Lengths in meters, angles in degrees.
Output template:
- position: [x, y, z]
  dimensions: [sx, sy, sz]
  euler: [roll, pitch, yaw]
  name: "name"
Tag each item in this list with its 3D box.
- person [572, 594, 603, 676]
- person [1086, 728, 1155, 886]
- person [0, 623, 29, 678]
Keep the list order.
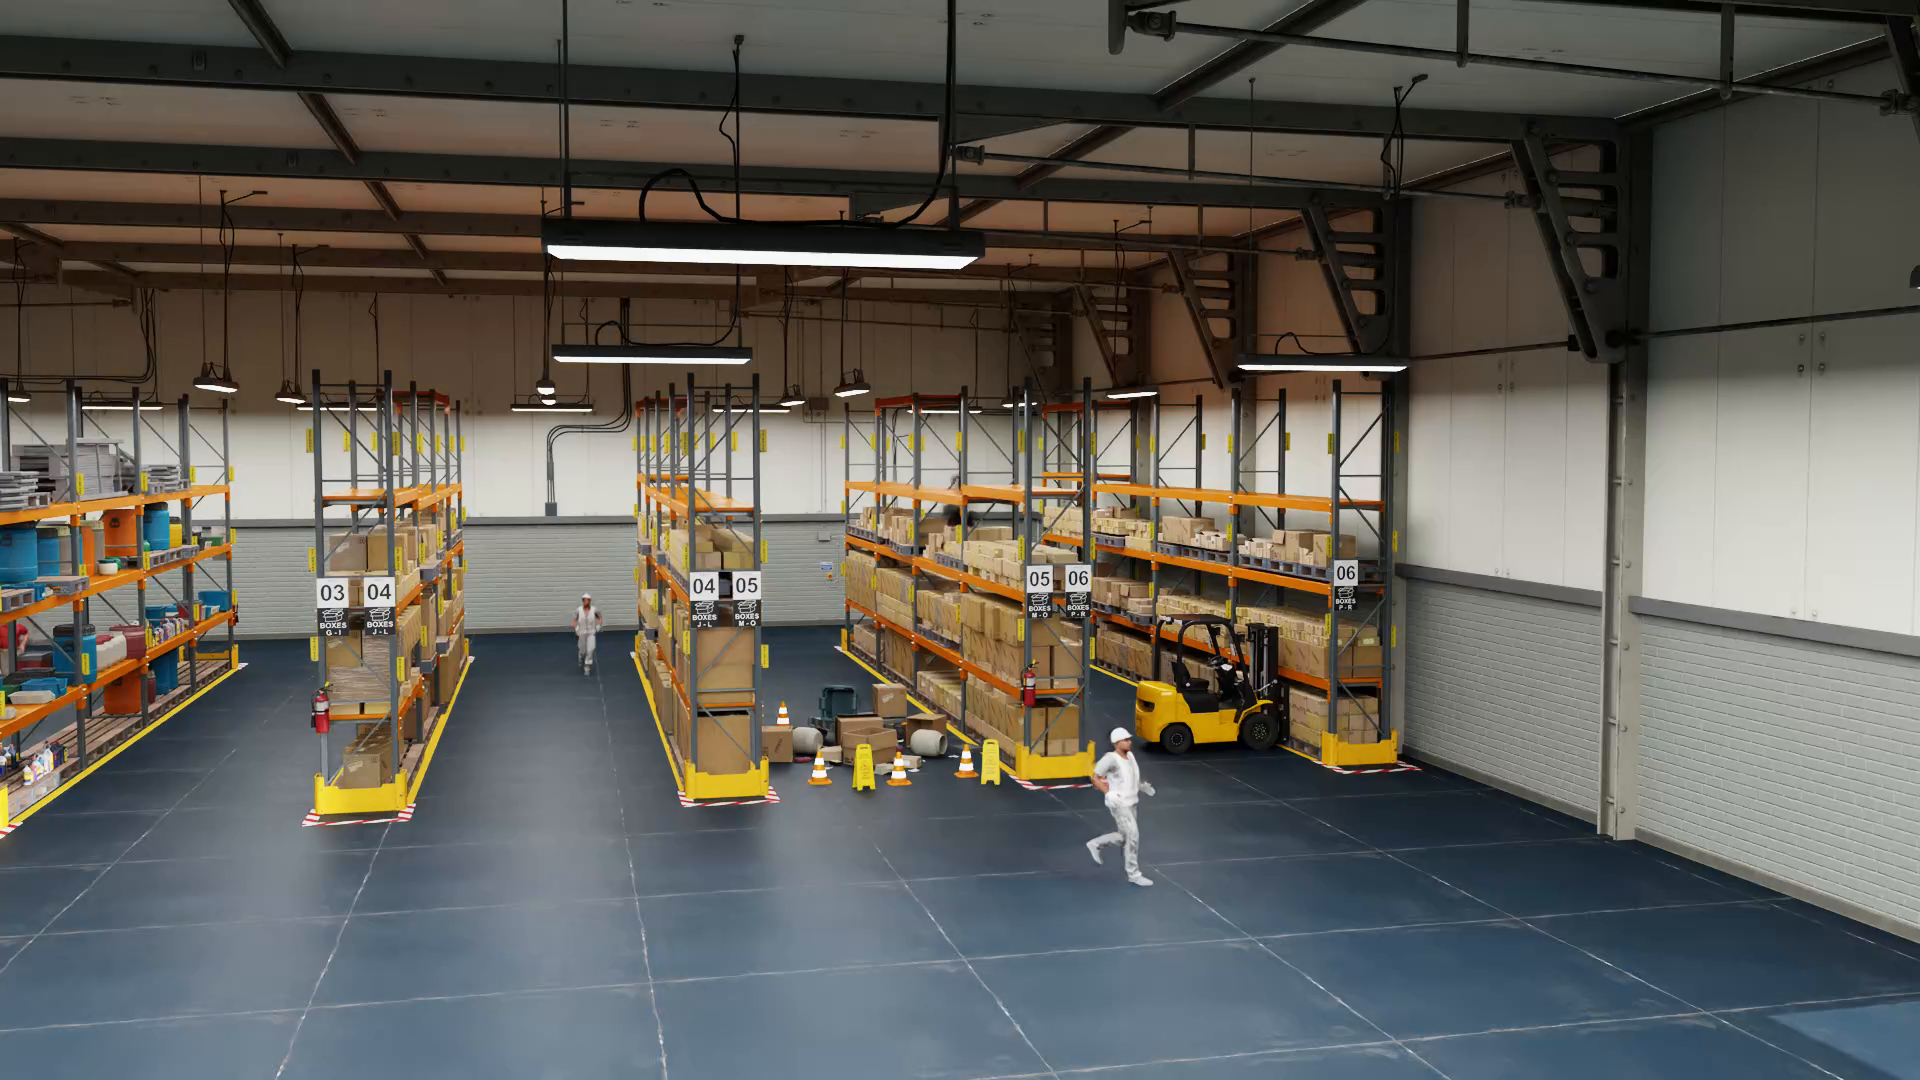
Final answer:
- position: [-8.085, 2.051, 36.141]
  dimensions: [0.658, 1.764, 0.700]
  euler: [-1, 3, -12]
  name: "person"
- position: [1.813, 3.031, 19.025]
  dimensions: [0.879, 1.776, 0.681]
  euler: [2, 4, 31]
  name: "person"
- position: [-18.547, 2.284, 32.444]
  dimensions: [0.640, 1.776, 0.727]
  euler: [-1, 4, -21]
  name: "person"
